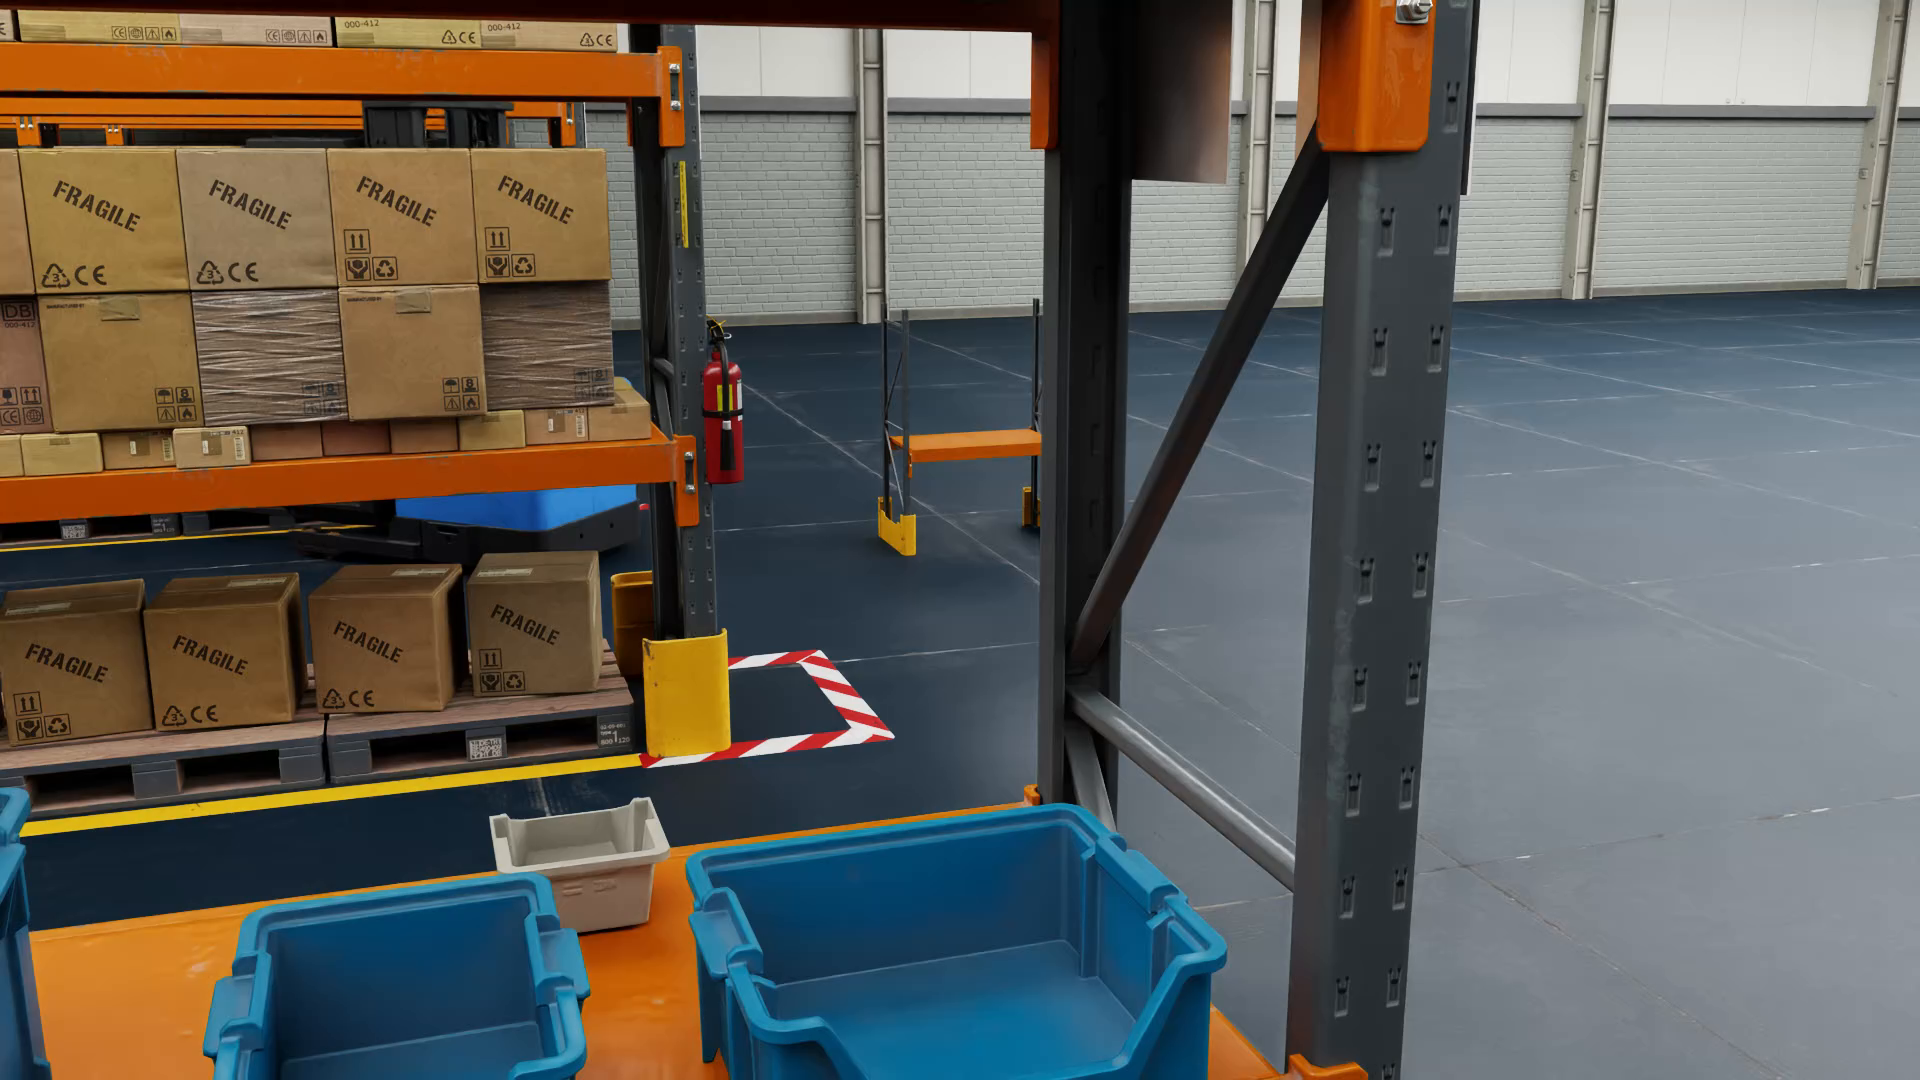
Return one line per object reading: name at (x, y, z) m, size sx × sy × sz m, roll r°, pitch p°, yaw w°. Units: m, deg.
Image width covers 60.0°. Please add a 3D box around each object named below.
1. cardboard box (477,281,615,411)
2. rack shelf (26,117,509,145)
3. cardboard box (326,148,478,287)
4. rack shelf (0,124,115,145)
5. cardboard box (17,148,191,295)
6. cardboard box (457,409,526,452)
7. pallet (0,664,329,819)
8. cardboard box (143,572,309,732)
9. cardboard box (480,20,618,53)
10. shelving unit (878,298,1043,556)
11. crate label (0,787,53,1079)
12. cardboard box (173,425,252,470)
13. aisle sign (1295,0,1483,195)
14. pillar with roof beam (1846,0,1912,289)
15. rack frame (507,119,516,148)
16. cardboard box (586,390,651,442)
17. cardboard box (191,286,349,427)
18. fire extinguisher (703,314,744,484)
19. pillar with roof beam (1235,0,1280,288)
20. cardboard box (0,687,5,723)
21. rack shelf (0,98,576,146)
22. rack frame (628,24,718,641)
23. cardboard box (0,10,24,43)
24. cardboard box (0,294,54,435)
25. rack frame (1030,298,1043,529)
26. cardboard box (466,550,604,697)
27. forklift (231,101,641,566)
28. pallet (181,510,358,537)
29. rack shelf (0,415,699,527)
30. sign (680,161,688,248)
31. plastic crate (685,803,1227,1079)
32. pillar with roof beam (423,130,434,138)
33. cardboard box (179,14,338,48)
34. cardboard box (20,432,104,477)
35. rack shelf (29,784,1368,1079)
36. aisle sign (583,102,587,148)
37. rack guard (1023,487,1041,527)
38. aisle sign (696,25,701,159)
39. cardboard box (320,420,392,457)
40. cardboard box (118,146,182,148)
cardboard box at (-1.754, -0.860, 6.919) m, size 0.500 × 0.500 × 0.875 m, roll -4°, pitch 14°, yaw -18°
rack shelf at (-6.280, -3.837, 15.363) m, size 4.000 × 0.370 × 1.077 m, roll -4°, pitch 14°, yaw -18°
cardboard box at (-2.139, -1.248, 6.390) m, size 0.500 × 0.500 × 0.500 m, roll -4°, pitch 14°, yaw -18°
rack shelf at (-11.658, -4.630, 18.698) m, size 4.000 × 0.370 × 1.077 m, roll -4°, pitch 14°, yaw -18°
cardboard box at (-3.090, -1.177, 6.089) m, size 0.500 × 0.500 × 0.500 m, roll -4°, pitch 14°, yaw -18°
cardboard box at (-1.886, -0.465, 6.659) m, size 0.250 × 0.149 × 0.380 m, roll -4°, pitch 14°, yaw -18°
pallet at (-3.232, 0.802, 6.815) m, size 1.213 × 0.211 × 1.003 m, roll -4°, pitch 14°, yaw -18°
cardboard box at (-2.976, 0.446, 6.779) m, size 0.500 × 0.500 × 0.500 m, roll -3°, pitch 14°, yaw -13°
cardboard box at (-1.600, -1.997, 6.397) m, size 0.500 × 0.250 × 0.500 m, roll -4°, pitch 14°, yaw -17°
shelving unit at (0.072, -0.735, 10.493) m, size 1.083 × 1.500 × 0.587 m, roll -4°, pitch 14°, yaw -18°
crate label at (-1.303, 0.563, 1.719) m, size 0.616 × 0.435 × 0.502 m, roll -4°, pitch 14°, yaw -18°
cardboard box at (-2.817, -0.379, 6.298) m, size 0.250 × 0.149 × 0.380 m, roll -4°, pitch 14°, yaw -18°
aisle sign at (0.518, -0.820, 1.991) m, size 0.004 × 0.787 × 0.394 m, roll -4°, pitch 14°, yaw -18°
pillar with roof beam at (17.201, -7.855, 24.221) m, size 0.400 × 9.000 × 9.100 m, roll -4°, pitch 14°, yaw -18°
rack frame at (-4.385, -2.875, 16.248) m, size 0.127 × 3.000 × 1.000 m, roll -4°, pitch 14°, yaw -18°
cardboard box at (-1.428, -0.513, 6.861) m, size 0.250 × 0.149 × 0.380 m, roll -4°, pitch 14°, yaw -18°
cardboard box at (-2.678, -0.770, 6.538) m, size 0.500 × 0.500 × 0.875 m, roll -4°, pitch 14°, yaw -18°
fire extinguisher at (-0.969, -0.571, 6.730) m, size 0.183 × 0.674 × 0.296 m, roll -4°, pitch 14°, yaw -18°
pillar with roof beam at (5.827, -6.970, 20.498) m, size 0.400 × 9.000 × 9.100 m, roll -4°, pitch 14°, yaw -18°
cardboard box at (-4.083, 0.541, 6.382) m, size 0.500 × 0.500 × 0.500 m, roll 0°, pitch 13°, yaw 0°
rack shelf at (-4.606, -2.759, 10.831) m, size 4.000 × 0.370 × 1.077 m, roll -4°, pitch 14°, yaw -18°
rack frame at (-1.224, -0.702, 7.110) m, size 0.127 × 3.000 × 1.000 m, roll -4°, pitch 14°, yaw -18°
cardboard box at (-3.533, -1.844, 5.756) m, size 0.500 × 0.250 × 0.500 m, roll -5°, pitch 14°, yaw -20°
cardboard box at (-3.642, -0.708, 6.276) m, size 0.500 × 0.500 × 0.875 m, roll -4°, pitch 14°, yaw -18°
rack frame at (0.563, -0.773, 10.653) m, size 0.032 × 1.500 × 0.500 m, roll -4°, pitch 14°, yaw -18°
cardboard box at (-1.821, 0.353, 7.173) m, size 0.500 × 0.500 × 0.500 m, roll -2°, pitch 14°, yaw -8°
forklift at (-3.562, -1.416, 10.262) m, size 3.031 × 2.935 × 1.130 m, roll 6°, pitch 15°, yaw 23°
pallet at (-4.597, -0.275, 11.343) m, size 1.213 × 0.211 × 1.003 m, roll -4°, pitch 14°, yaw -18°
rack shelf at (-3.120, -0.204, 6.573) m, size 4.000 × 0.370 × 1.077 m, roll -4°, pitch 14°, yaw -18°
sign at (-1.066, -1.295, 6.422) m, size 0.005 × 0.325 × 0.100 m, roll -4°, pitch 14°, yaw -18°
plastic crate at (-0.023, 0.560, 2.129) m, size 0.616 × 0.251 × 0.499 m, roll -4°, pitch 14°, yaw -18°
pillar with roof beam at (-5.546, -6.084, 16.775) m, size 0.400 × 9.000 × 9.100 m, roll -4°, pitch 14°, yaw -18°
cardboard box at (-2.561, -1.923, 6.088) m, size 0.500 × 0.250 × 0.500 m, roll -4°, pitch 14°, yaw -17°
cardboard box at (-3.298, -0.348, 6.165) m, size 0.250 × 0.149 × 0.380 m, roll -4°, pitch 14°, yaw -18°
rack shelf at (-1.540, 0.882, 2.006) m, size 4.000 × 0.370 × 1.077 m, roll -4°, pitch 14°, yaw -18°
aisle sign at (-2.547, -3.001, 11.160) m, size 0.004 × 0.787 × 0.394 m, roll -4°, pitch 14°, yaw -18°
rack guard at (0.544, -0.164, 10.792) m, size 0.087 × 0.250 × 0.587 m, roll -4°, pitch 14°, yaw -18°
aisle sign at (-1.070, -1.905, 6.552) m, size 0.004 × 0.787 × 0.394 m, roll -4°, pitch 14°, yaw -18°
cardboard box at (-2.378, -0.441, 6.556) m, size 0.250 × 0.149 × 0.380 m, roll -4°, pitch 14°, yaw -18°
cardboard box at (-7.199, -3.277, 14.920) m, size 0.500 × 0.500 × 0.700 m, roll -4°, pitch 14°, yaw -18°
